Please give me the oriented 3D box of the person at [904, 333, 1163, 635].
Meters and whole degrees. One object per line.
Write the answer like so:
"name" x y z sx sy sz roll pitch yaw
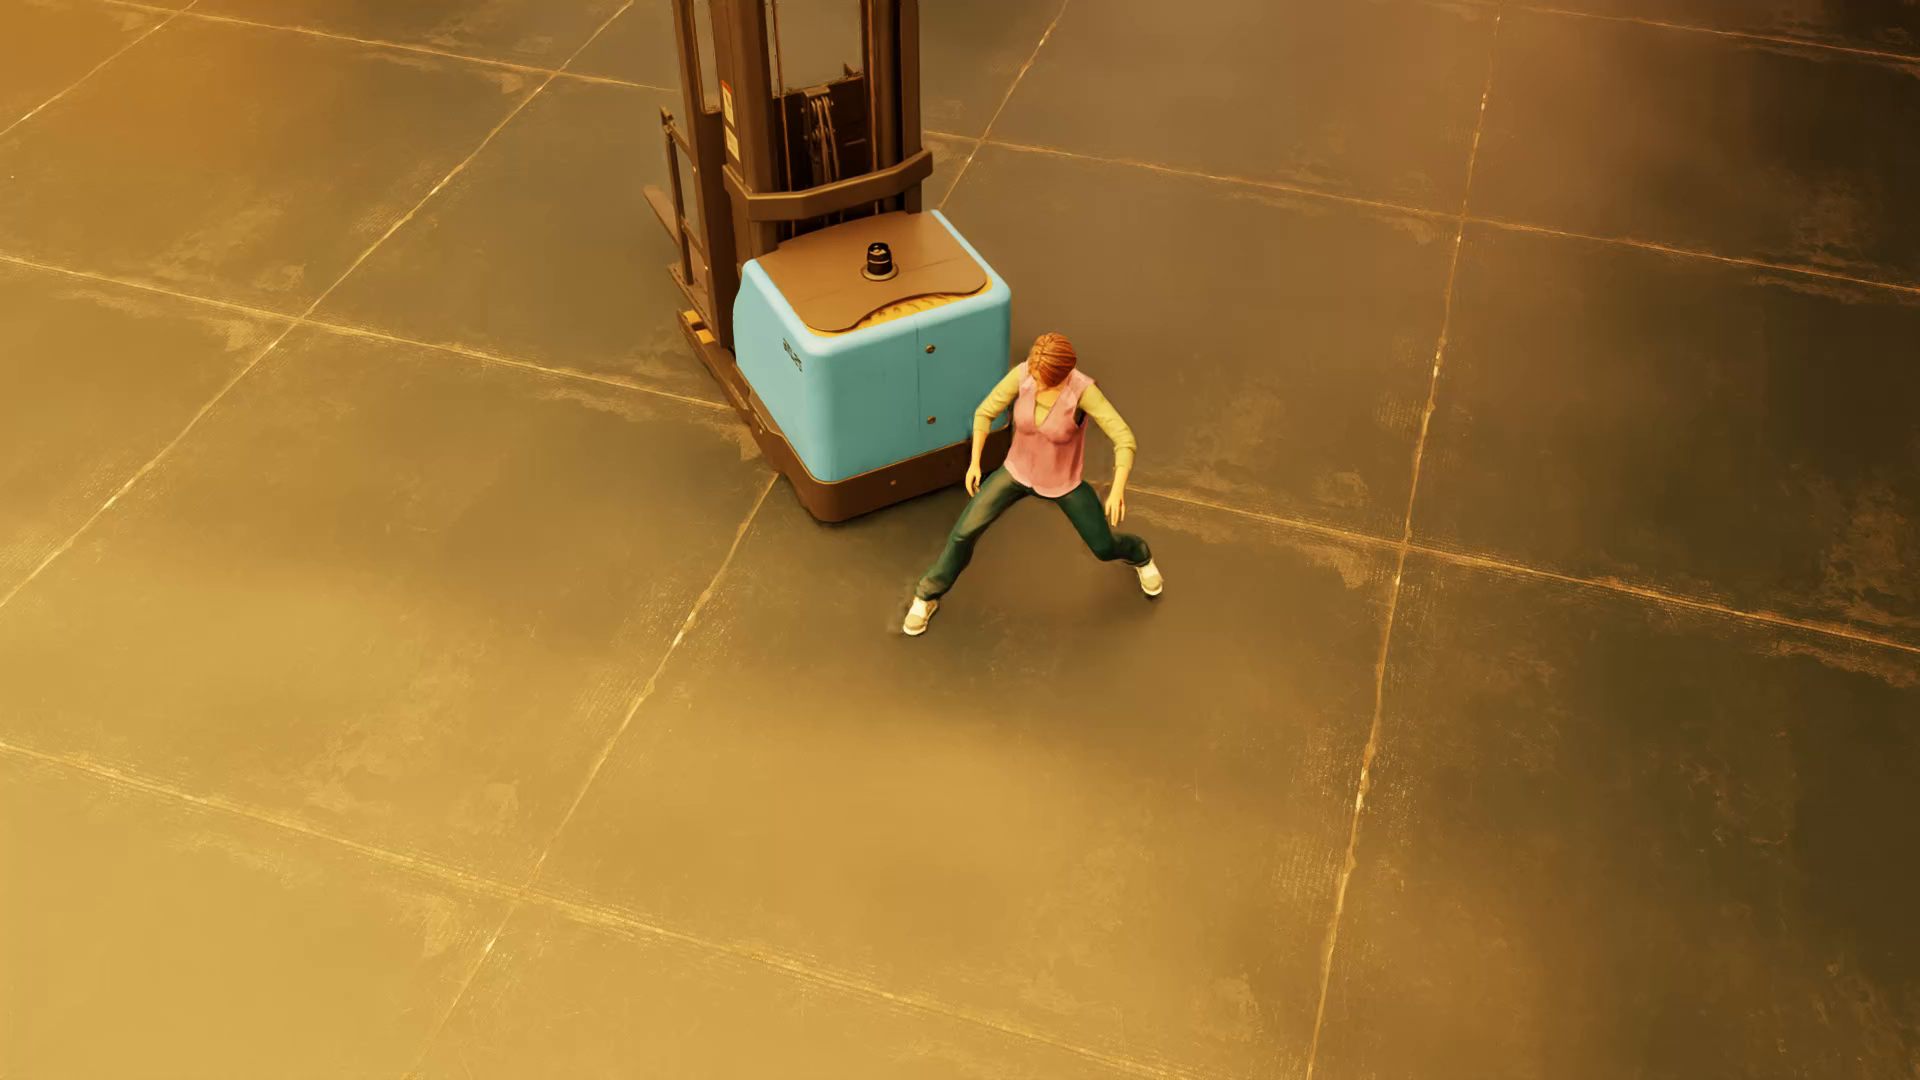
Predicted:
"person" 0.355 -0.233 7.062 0.986 1.430 0.909 16 45 17

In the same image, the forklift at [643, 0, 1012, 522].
"forklift" -0.869 -2.159 8.010 1.130 2.935 3.031 -19 46 -19
